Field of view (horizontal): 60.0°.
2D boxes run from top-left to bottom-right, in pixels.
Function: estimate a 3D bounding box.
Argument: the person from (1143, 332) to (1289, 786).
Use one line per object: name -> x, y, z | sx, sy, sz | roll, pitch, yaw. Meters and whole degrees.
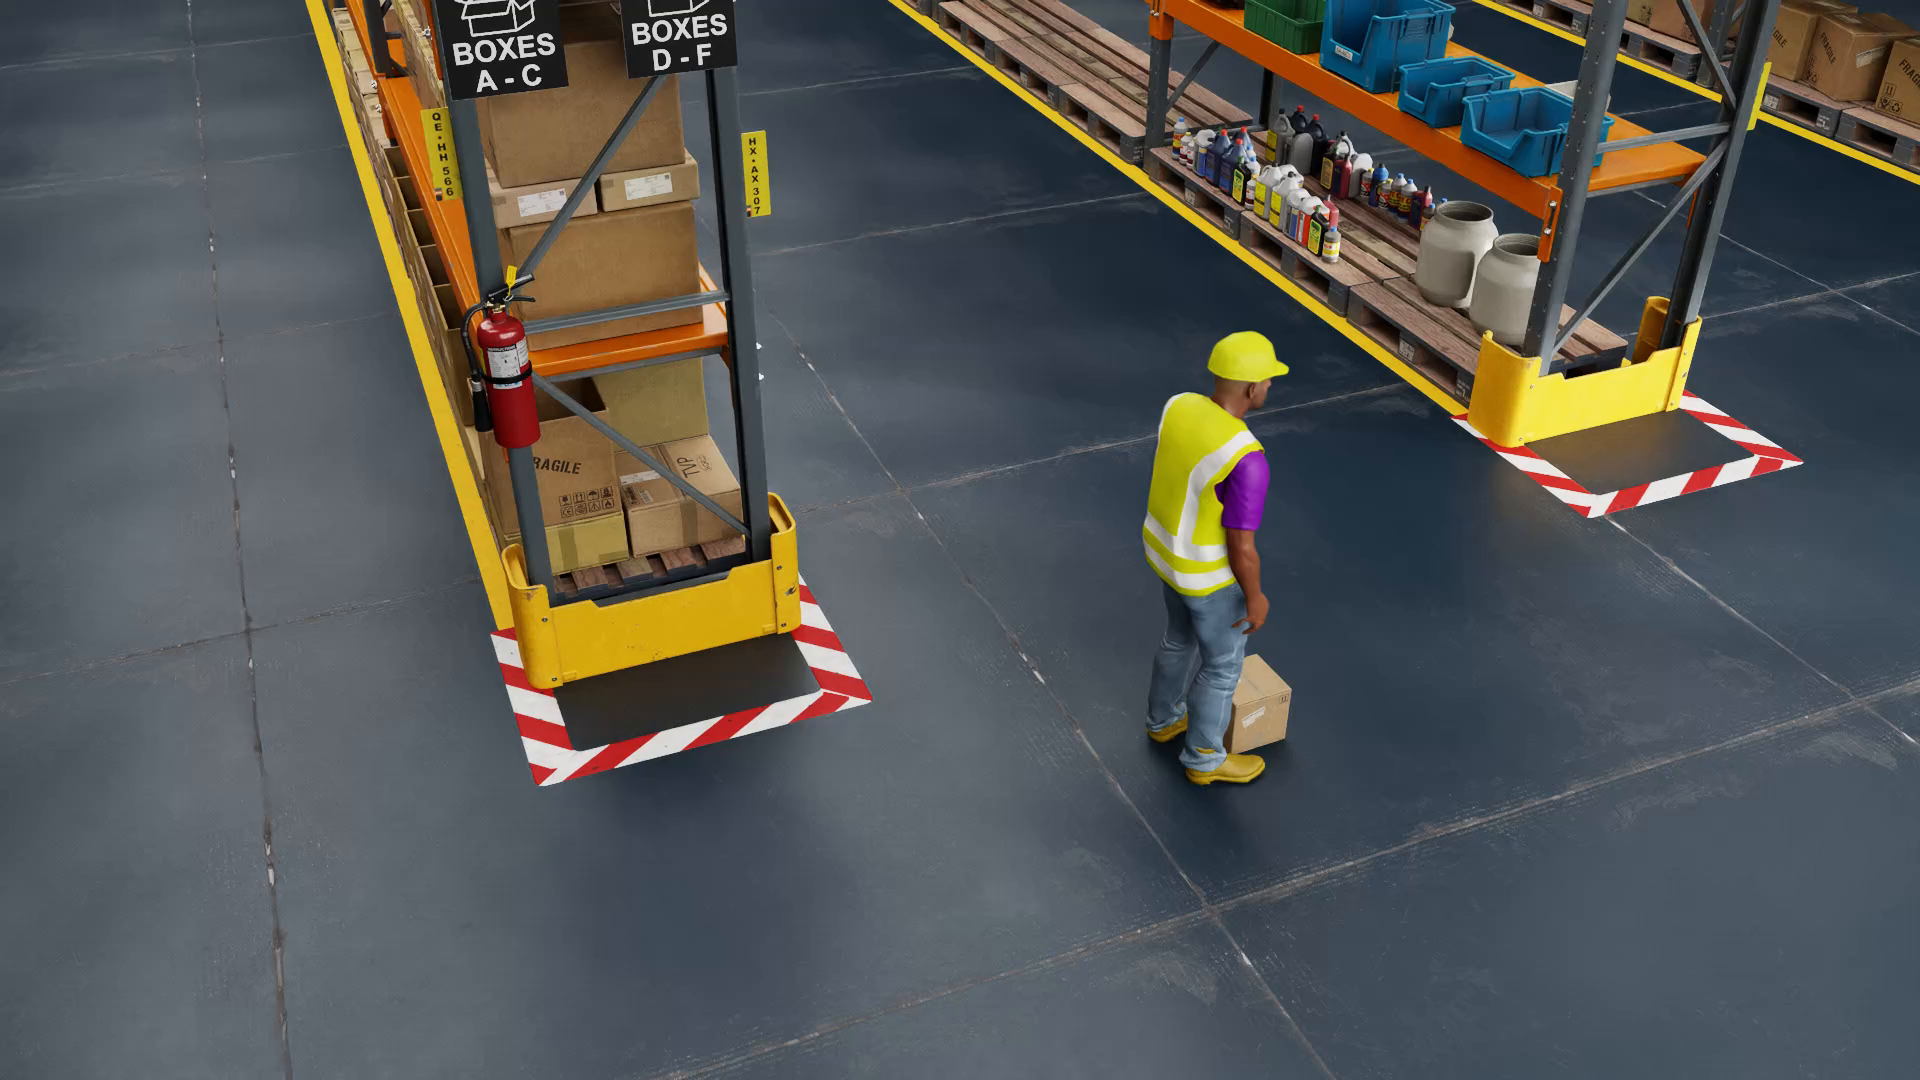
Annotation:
person -> 0.910, 0.069, 6.021 | 0.458, 1.757, 0.626 | -13, 35, -19
